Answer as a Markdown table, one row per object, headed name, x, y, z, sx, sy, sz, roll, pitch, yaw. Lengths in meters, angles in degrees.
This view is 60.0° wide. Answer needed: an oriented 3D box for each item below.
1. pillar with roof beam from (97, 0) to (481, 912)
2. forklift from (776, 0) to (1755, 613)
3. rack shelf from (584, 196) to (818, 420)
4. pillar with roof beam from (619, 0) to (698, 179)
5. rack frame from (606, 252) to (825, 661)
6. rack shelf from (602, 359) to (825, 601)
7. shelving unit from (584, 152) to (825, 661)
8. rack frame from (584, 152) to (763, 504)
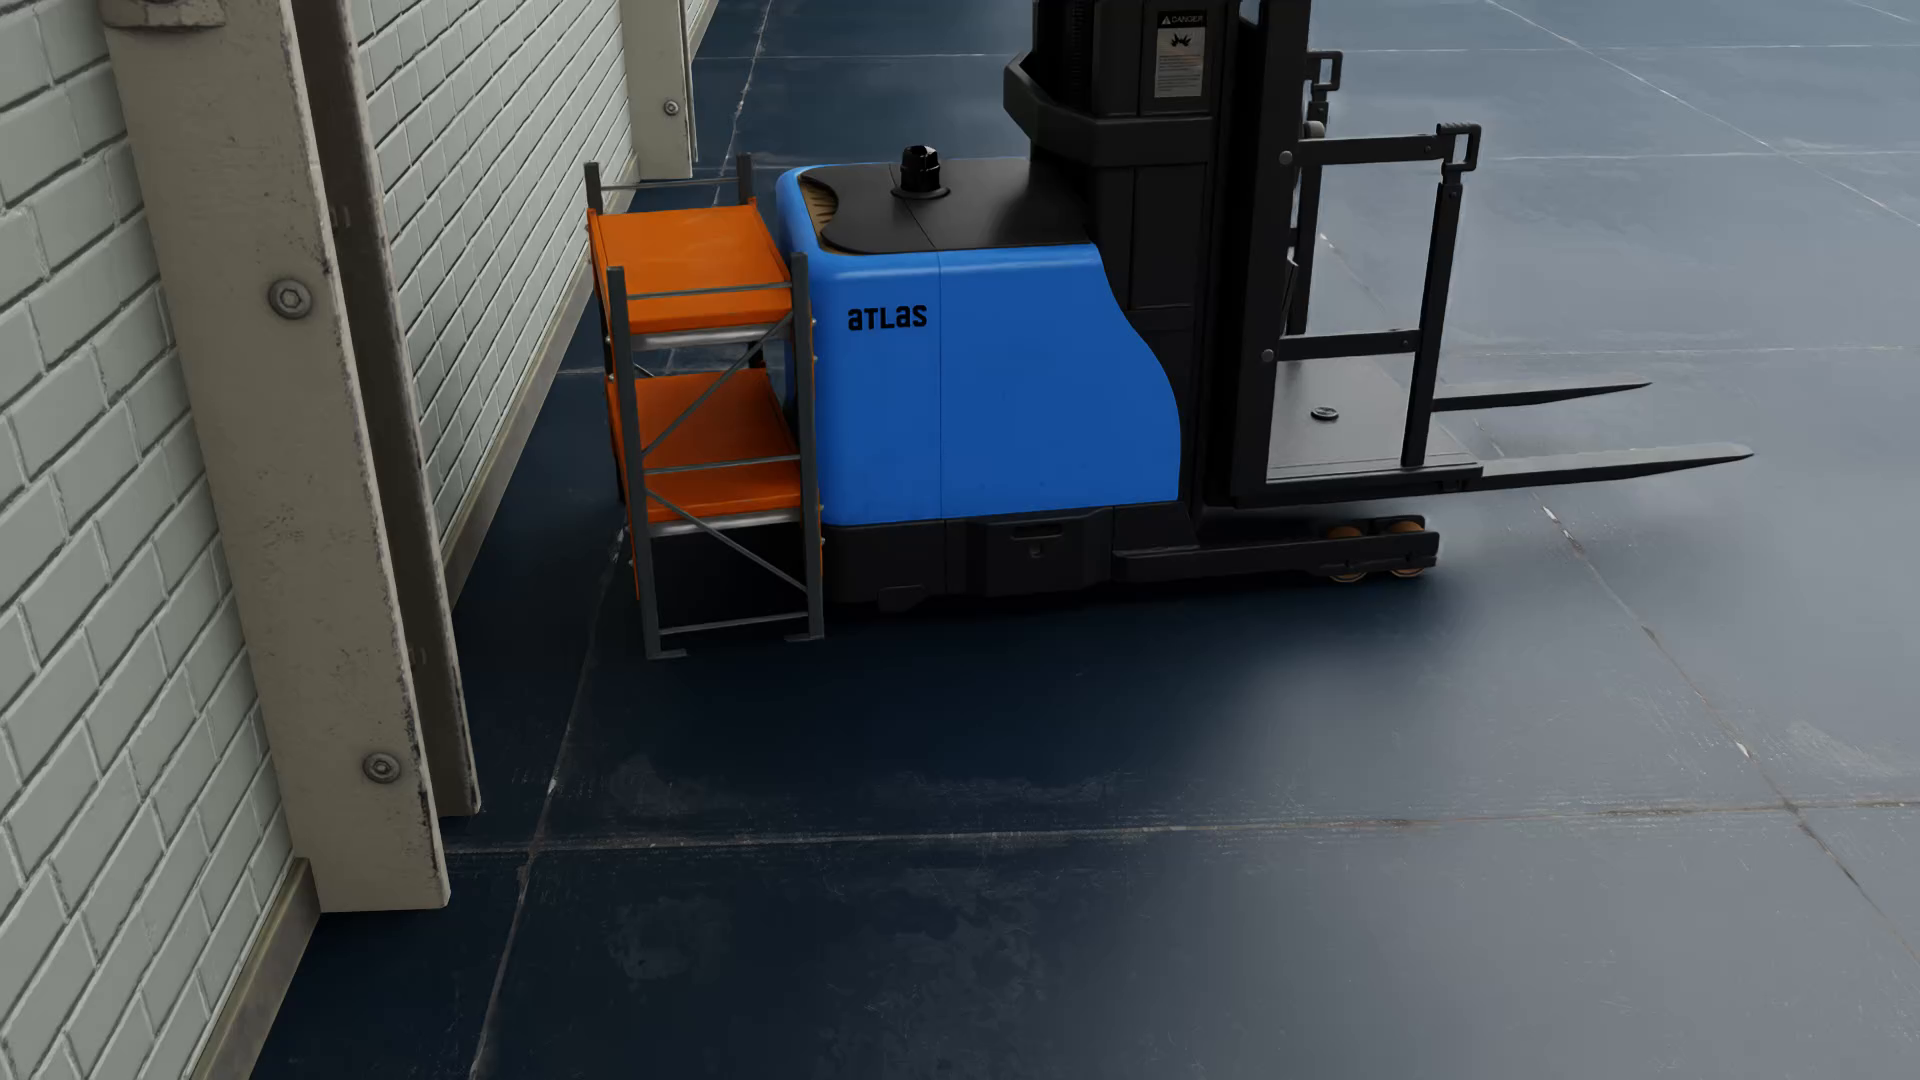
| name | x | y | z | sx | sy | sz | roll | pitch | yaw |
| --- | --- | --- | --- | --- | --- | --- | --- | --- | --- |
| pillar with roof beam | 2.994 | -3.366 | 1.974 | 9.100 | 9.000 | 0.400 | -1 | 28 | -3 |
| forklift | 0.985 | -1.407 | 4.778 | 3.031 | 2.935 | 1.130 | -5 | 28 | -9 |
| rack shelf | -0.757 | -0.686 | 4.716 | 0.538 | 0.278 | 1.000 | -7 | 28 | -13 |
| pillar with roof beam | 2.681 | -6.137 | 7.286 | 9.100 | 9.000 | 0.400 | -1 | 28 | -3 |
| rack frame | -0.630 | -0.199 | 4.414 | 0.500 | 1.125 | 0.032 | -7 | 28 | -13 |
| rack shelf | -0.757 | -0.209 | 4.964 | 0.538 | 0.278 | 1.000 | -7 | 28 | -13 |
| shelving unit | -0.757 | -0.426 | 4.851 | 0.538 | 1.125 | 1.048 | -7 | 28 | -13 |
| rack frame | -0.883 | -0.654 | 5.288 | 0.500 | 1.125 | 0.032 | -7 | 28 | -13 |
